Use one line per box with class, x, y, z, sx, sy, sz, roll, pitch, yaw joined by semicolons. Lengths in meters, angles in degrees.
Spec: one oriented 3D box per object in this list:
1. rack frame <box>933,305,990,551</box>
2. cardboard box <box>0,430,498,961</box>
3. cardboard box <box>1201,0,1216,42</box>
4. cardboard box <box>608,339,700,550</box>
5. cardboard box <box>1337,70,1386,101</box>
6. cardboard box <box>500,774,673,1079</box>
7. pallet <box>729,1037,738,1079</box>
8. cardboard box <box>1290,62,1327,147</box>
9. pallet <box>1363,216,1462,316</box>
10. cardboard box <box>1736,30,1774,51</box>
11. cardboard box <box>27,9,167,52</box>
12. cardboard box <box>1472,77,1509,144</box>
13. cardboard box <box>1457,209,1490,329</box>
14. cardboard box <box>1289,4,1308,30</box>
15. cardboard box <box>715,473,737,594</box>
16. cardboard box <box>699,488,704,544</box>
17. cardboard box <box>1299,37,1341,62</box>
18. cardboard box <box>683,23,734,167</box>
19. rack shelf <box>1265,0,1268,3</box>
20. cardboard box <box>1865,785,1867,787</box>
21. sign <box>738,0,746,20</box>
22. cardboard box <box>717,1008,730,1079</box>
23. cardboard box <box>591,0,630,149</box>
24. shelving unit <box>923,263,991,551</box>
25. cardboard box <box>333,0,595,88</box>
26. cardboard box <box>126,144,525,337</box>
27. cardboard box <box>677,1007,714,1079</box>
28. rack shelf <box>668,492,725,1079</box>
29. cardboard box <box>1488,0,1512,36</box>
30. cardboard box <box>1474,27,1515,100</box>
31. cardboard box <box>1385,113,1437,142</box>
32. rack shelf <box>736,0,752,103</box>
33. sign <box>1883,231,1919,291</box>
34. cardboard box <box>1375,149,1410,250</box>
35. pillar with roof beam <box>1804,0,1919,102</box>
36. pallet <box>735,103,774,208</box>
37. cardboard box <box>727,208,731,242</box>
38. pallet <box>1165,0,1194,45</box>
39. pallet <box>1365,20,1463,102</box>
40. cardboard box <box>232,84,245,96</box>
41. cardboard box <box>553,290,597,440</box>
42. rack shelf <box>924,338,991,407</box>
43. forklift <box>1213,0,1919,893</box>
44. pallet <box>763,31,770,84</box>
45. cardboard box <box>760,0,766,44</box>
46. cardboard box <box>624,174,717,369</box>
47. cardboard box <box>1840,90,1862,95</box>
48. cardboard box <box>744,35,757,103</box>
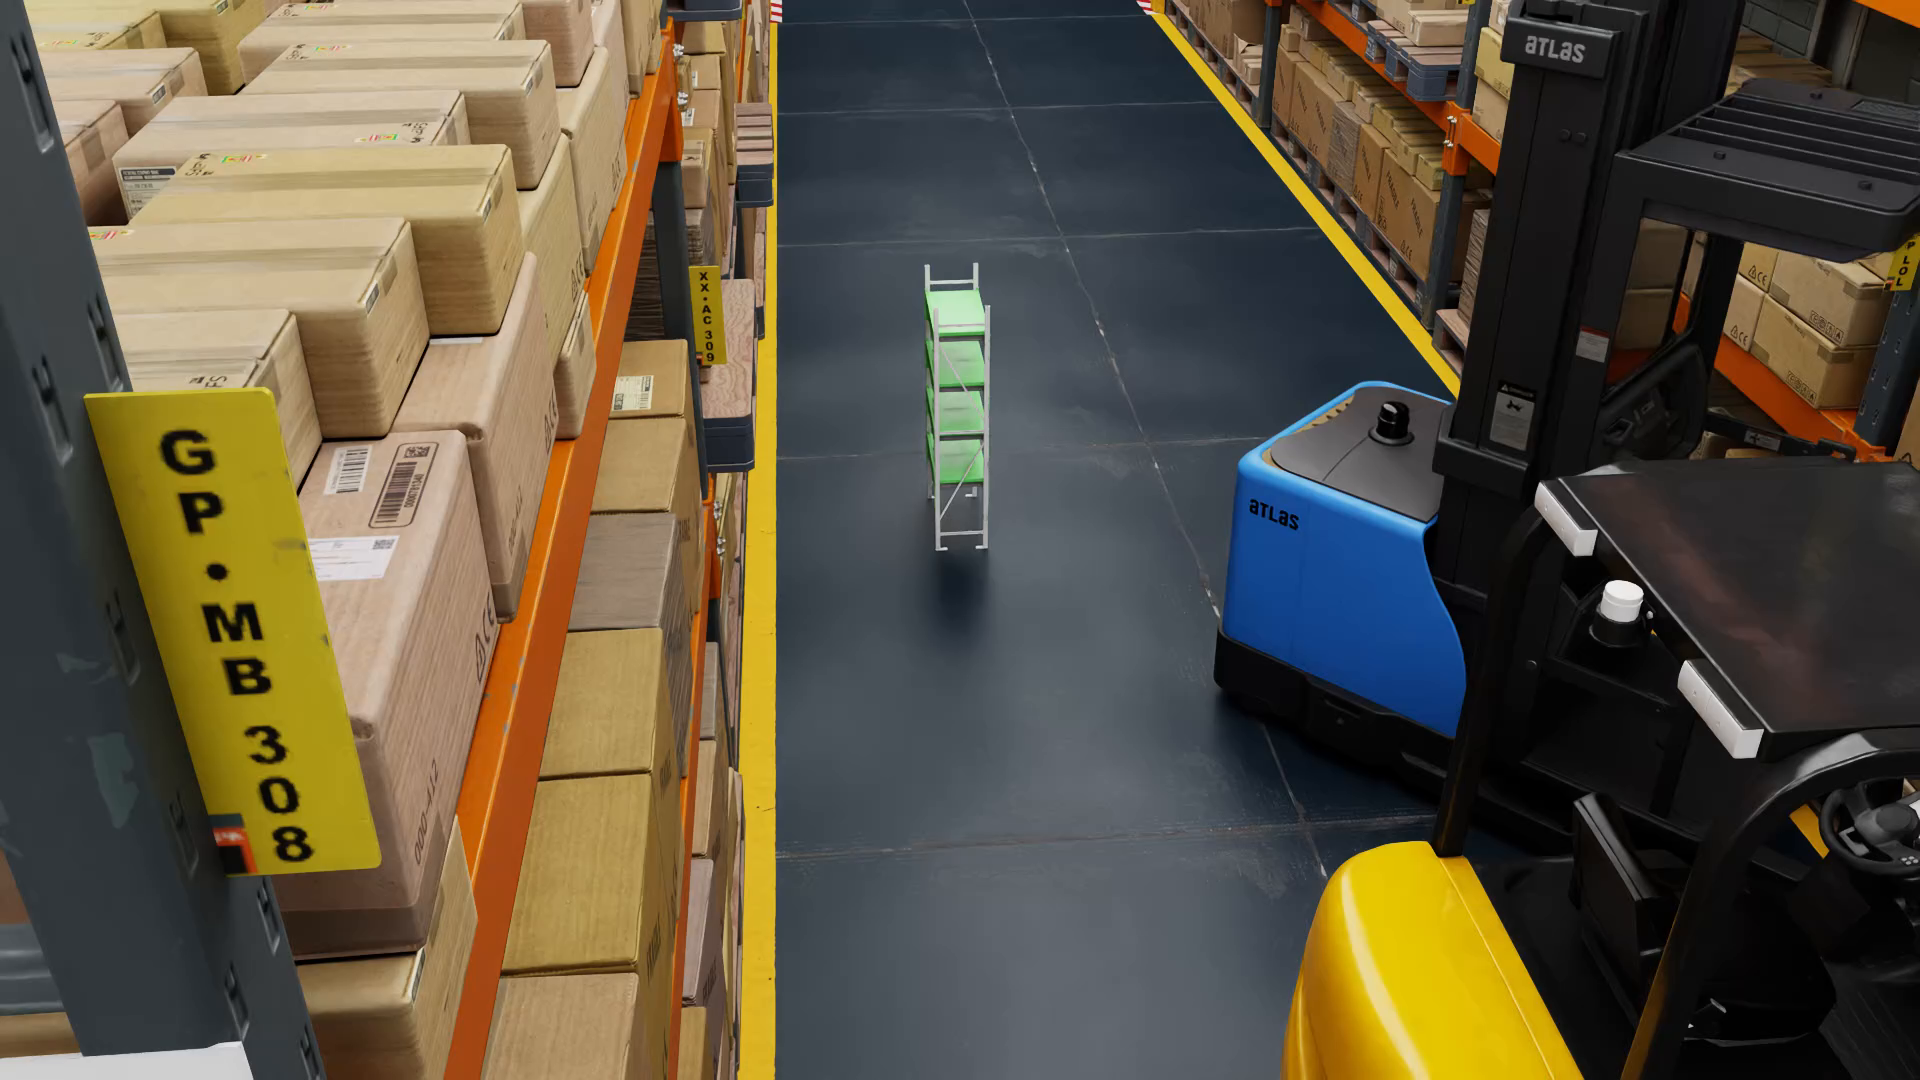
rack frame;0.007;-0.475;7.375;0.240;1.200;0.015;-3;31;-5
cardboard box;-0.729;0.132;1.535;0.500;0.250;0.500;-3;31;-5
cardboard box;2.453;-4.733;14.777;0.500;0.500;0.500;-2;31;-4
cardboard box;-1.032;-0.245;4.848;0.500;0.500;0.500;-4;31;-6
cardboard box;2.826;-3.140;11.477;0.380;0.149;0.250;-2;31;-3
cardboard box;-0.816;0.803;3.094;0.500;0.500;0.500;-3;31;-6
pallet;-1.106;1.873;4.408;1.003;0.211;1.213;-3;31;-5
cardboard box;2.754;-3.192;12.196;0.500;0.500;0.500;-3;31;-5
pallet;3.215;-1.757;10.486;1.003;0.211;1.213;-3;31;-5
cardboard box;3.670;-2.351;8.031;0.380;0.149;0.250;-3;31;-6
cardboard box;-1.450;-0.709;2.555;0.380;0.149;0.250;-2;31;-3
cardboard box;3.045;-2.269;8.769;0.500;0.250;0.500;-3;31;-4
cardboard box;3.292;-1.413;9.097;0.875;0.625;0.625;-2;31;-3
cardboard box;2.702;-3.934;12.516;0.380;0.149;0.250;-3;31;-5
cardboard box;-1.443;0.024;6.938;0.950;0.372;0.625;-1;31;-1
cardboard box;-0.987;-0.032;5.124;0.380;0.149;0.250;-3;31;-5
cardboard box;2.745;-3.666;12.357;0.380;0.149;0.250;-4;31;-6
cardboard box;-1.268;-1.943;7.280;0.500;0.500;0.500;-5;31;-8
rack shelf;2.686;-5.326;14.443;1.077;0.370;4.000;-3;31;-5
cardboard box;3.336;0.734;5.868;0.500;0.250;0.500;-2;31;-4
sign;-1.155;-2.826;8.504;0.100;0.325;0.005;-3;31;-5
cardboard box;-0.896;1.531;4.534;0.500;0.250;0.500;-2;31;-4
cardboard box;-0.930;-0.909;3.278;0.500;0.250;0.500;-3;31;-5
shelving unit;-0.015;-0.600;7.584;0.258;1.200;0.503;-3;31;-5
cardboard box;-0.834;-0.873;2.829;0.380;0.149;0.250;-2;31;-4
cardboard box;-0.728;-0.351;1.955;0.380;0.149;0.250;-3;31;-5
cardboard box;-0.842;1.471;3.904;0.500;0.500;0.500;-2;31;-4
rack shelf;-1.134;1.040;3.784;1.077;0.370;4.000;-3;31;-5
cardboard box;2.983;-2.716;8.642;0.380;0.149;0.250;-2;31;-3
cardboard box;3.020;-2.482;8.639;0.500;0.250;0.500;-3;31;-5
cardboard box;2.932;-2.608;10.587;0.380;0.149;0.250;-2;31;-3
rack shelf;-1.882;-3.044;10.623;1.077;0.370;4.000;-3;31;-5
sign;3.081;-0.961;5.382;0.100;0.325;0.005;-3;31;-5
cardboard box;2.957;-2.140;10.436;0.500;0.500;0.500;-3;31;-5
pillar with roof beam;-0.020;-4.318;6.204;9.100;9.000;0.400;-3;31;-5
pallet;-1.522;-1.891;8.177;1.213;0.211;1.003;-3;31;-5
cardboard box;-1.152;-1.326;6.880;0.380;0.149;0.250;-2;31;-3
pallet;2.582;-5.013;15.937;1.003;0.211;1.213;-3;31;-5
pallet;3.114;-2.832;9.753;1.213;0.211;1.003;-3;31;-5
cardboard box;-1.412;-0.626;2.804;0.500;0.250;0.500;-2;31;-4
cardboard box;-0.780;-0.272;2.599;0.380;0.149;0.250;-2;31;-4
rack shelf;-0.016;-0.751;7.494;0.258;0.148;0.480;-3;31;-5
forklift;2.453;-0.319;5.426;3.031;2.935;1.130;25;39;35
pallet;-2.179;-4.193;14.564;1.003;0.211;1.213;-3;31;-5
cardboard box;-2.187;-4.697;14.778;0.875;0.438;0.875;-2;31;-3
cardboard box;-1.079;-0.893;5.524;0.500;0.500;0.500;-2;31;-3
cardboard box;3.705;-1.821;7.143;0.380;0.149;0.250;-2;31;-4
cardboard box;-1.839;-2.868;11.290;0.875;0.875;0.875;-2;31;-3
